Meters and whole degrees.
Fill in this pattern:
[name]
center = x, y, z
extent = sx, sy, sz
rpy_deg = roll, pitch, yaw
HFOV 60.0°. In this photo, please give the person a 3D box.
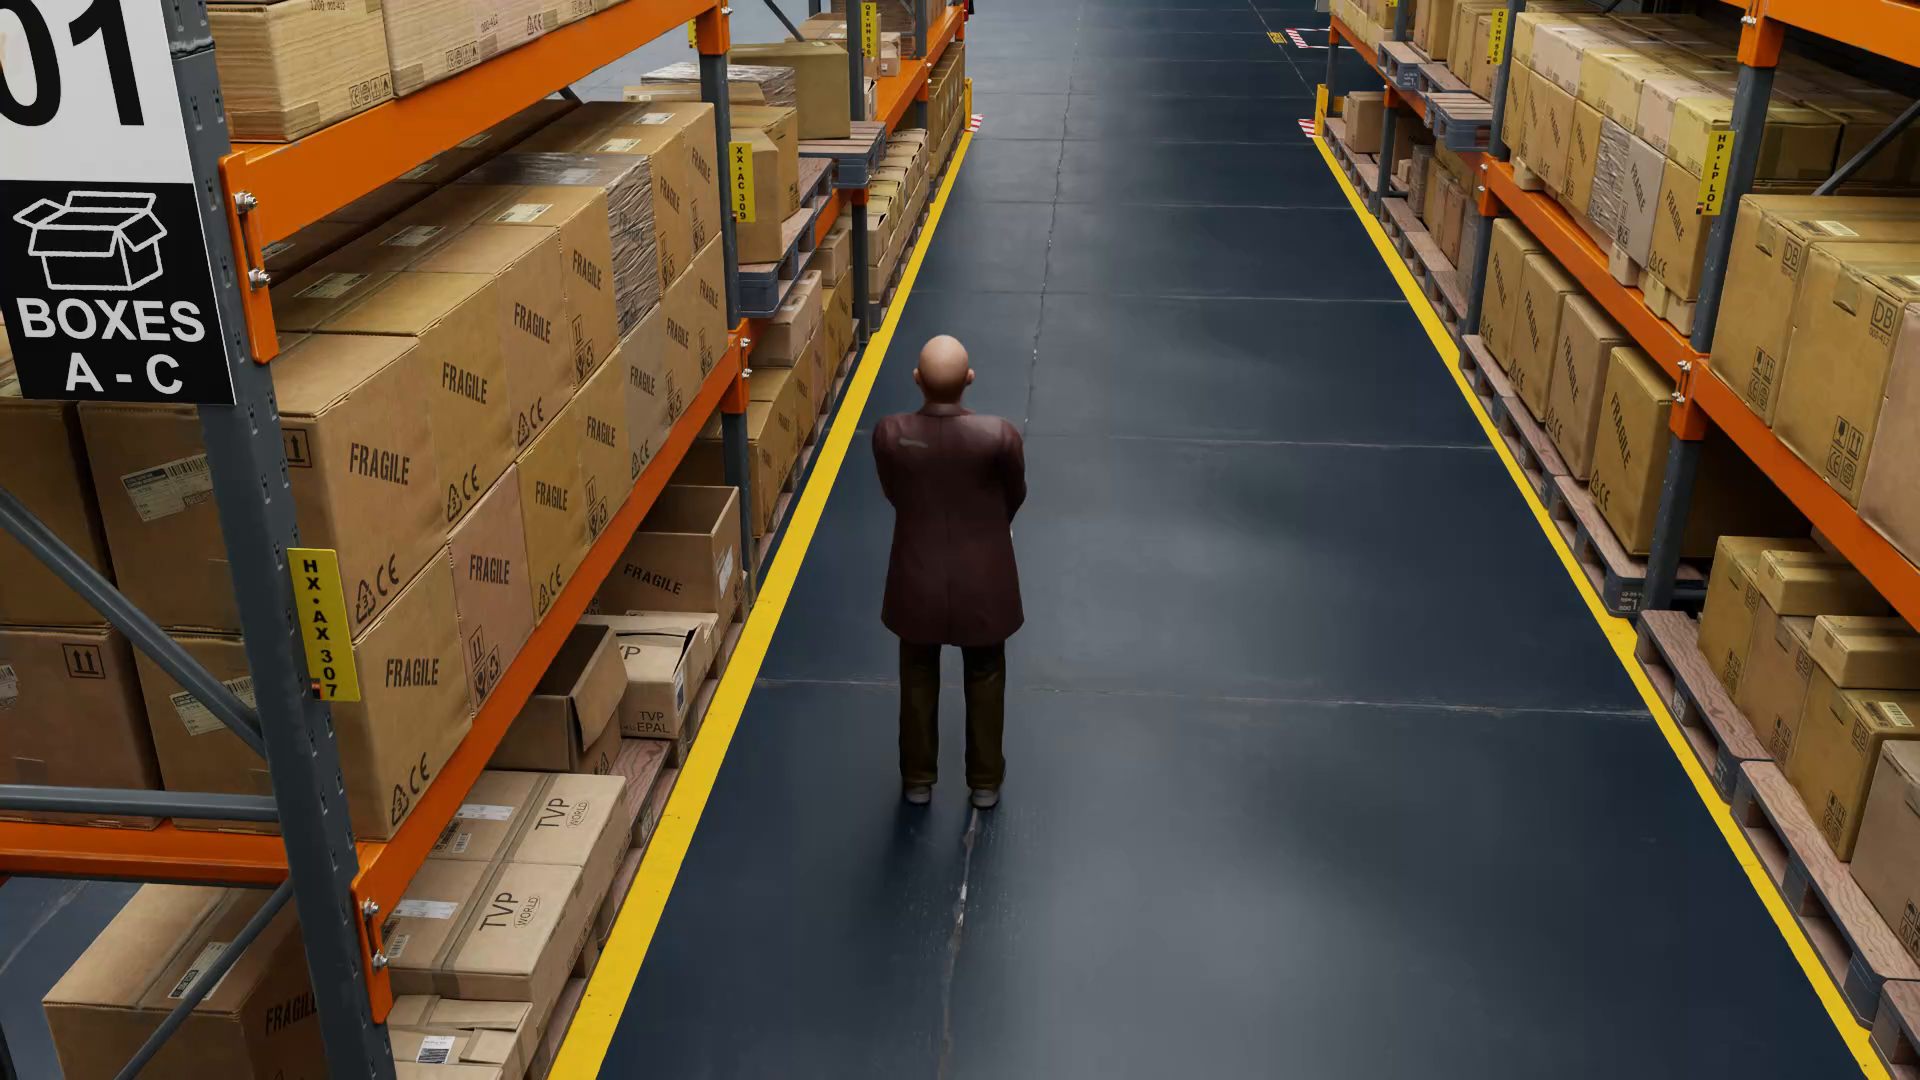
[person]
center = -0.024, 0.077, 5.958
extent = 0.529, 1.772, 0.552
rpy_deg = 2, 24, 5
